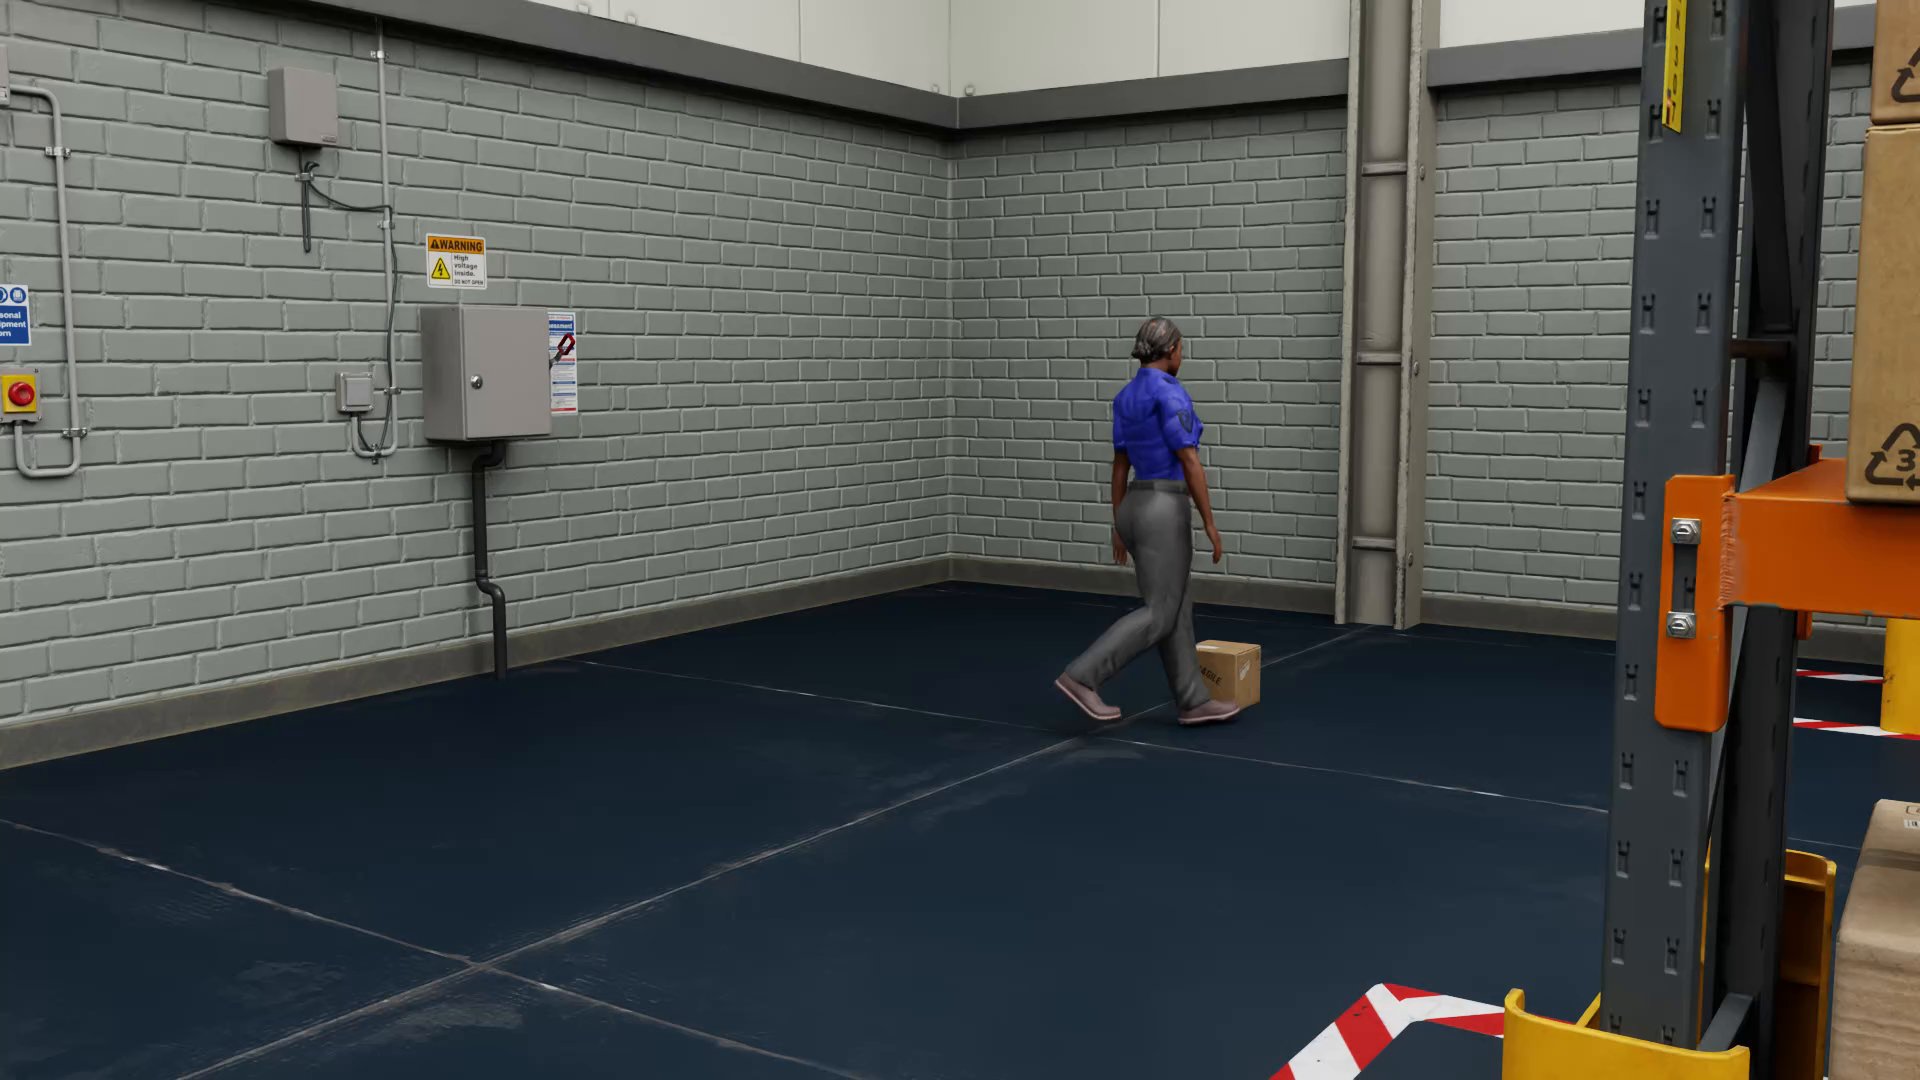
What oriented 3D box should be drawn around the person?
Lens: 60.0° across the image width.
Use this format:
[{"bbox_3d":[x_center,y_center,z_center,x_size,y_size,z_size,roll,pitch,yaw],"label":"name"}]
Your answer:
[{"bbox_3d":[0.755,-0.065,6.576,0.846,1.632,0.532,-3,7,-22],"label":"person"}]
